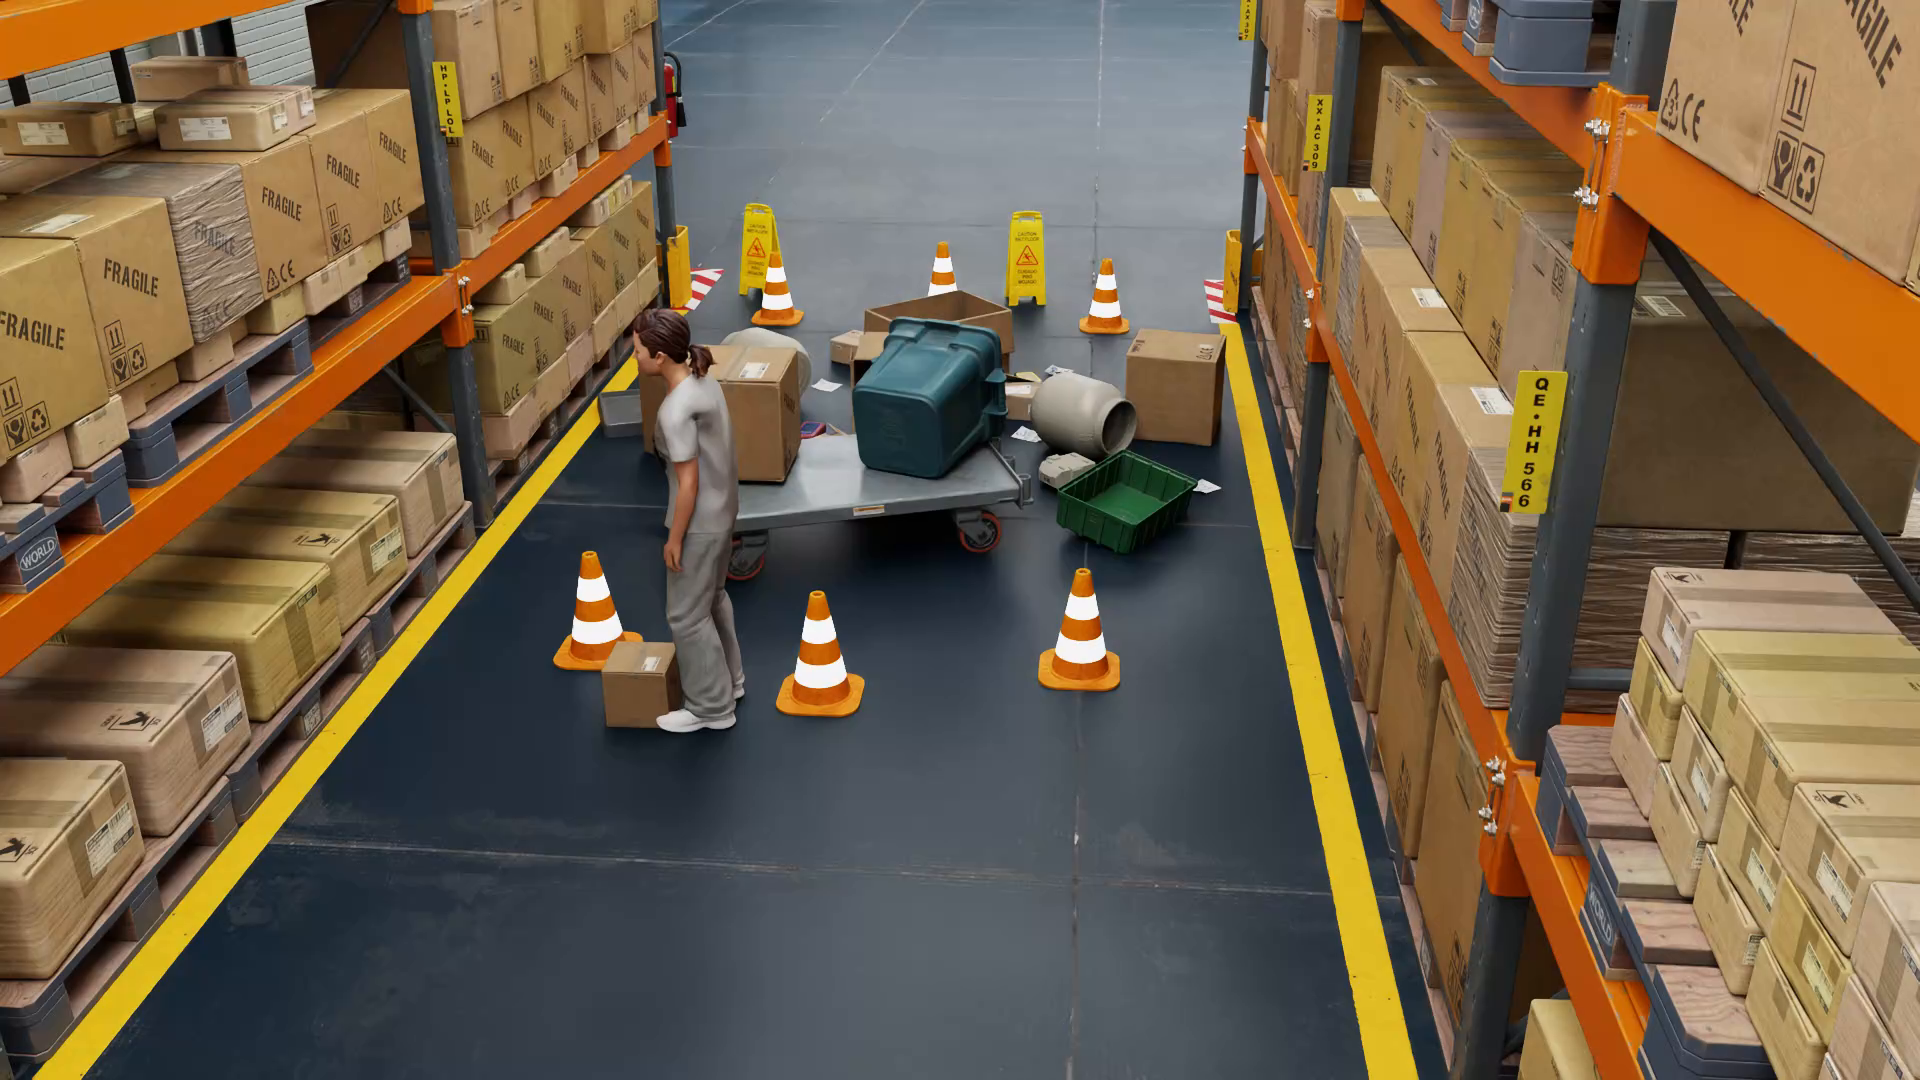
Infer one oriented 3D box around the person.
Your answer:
[{"bbox_3d":[-1.005,-0.070,6.261,0.351,1.672,0.501,1,25,3],"label":"person"}]
